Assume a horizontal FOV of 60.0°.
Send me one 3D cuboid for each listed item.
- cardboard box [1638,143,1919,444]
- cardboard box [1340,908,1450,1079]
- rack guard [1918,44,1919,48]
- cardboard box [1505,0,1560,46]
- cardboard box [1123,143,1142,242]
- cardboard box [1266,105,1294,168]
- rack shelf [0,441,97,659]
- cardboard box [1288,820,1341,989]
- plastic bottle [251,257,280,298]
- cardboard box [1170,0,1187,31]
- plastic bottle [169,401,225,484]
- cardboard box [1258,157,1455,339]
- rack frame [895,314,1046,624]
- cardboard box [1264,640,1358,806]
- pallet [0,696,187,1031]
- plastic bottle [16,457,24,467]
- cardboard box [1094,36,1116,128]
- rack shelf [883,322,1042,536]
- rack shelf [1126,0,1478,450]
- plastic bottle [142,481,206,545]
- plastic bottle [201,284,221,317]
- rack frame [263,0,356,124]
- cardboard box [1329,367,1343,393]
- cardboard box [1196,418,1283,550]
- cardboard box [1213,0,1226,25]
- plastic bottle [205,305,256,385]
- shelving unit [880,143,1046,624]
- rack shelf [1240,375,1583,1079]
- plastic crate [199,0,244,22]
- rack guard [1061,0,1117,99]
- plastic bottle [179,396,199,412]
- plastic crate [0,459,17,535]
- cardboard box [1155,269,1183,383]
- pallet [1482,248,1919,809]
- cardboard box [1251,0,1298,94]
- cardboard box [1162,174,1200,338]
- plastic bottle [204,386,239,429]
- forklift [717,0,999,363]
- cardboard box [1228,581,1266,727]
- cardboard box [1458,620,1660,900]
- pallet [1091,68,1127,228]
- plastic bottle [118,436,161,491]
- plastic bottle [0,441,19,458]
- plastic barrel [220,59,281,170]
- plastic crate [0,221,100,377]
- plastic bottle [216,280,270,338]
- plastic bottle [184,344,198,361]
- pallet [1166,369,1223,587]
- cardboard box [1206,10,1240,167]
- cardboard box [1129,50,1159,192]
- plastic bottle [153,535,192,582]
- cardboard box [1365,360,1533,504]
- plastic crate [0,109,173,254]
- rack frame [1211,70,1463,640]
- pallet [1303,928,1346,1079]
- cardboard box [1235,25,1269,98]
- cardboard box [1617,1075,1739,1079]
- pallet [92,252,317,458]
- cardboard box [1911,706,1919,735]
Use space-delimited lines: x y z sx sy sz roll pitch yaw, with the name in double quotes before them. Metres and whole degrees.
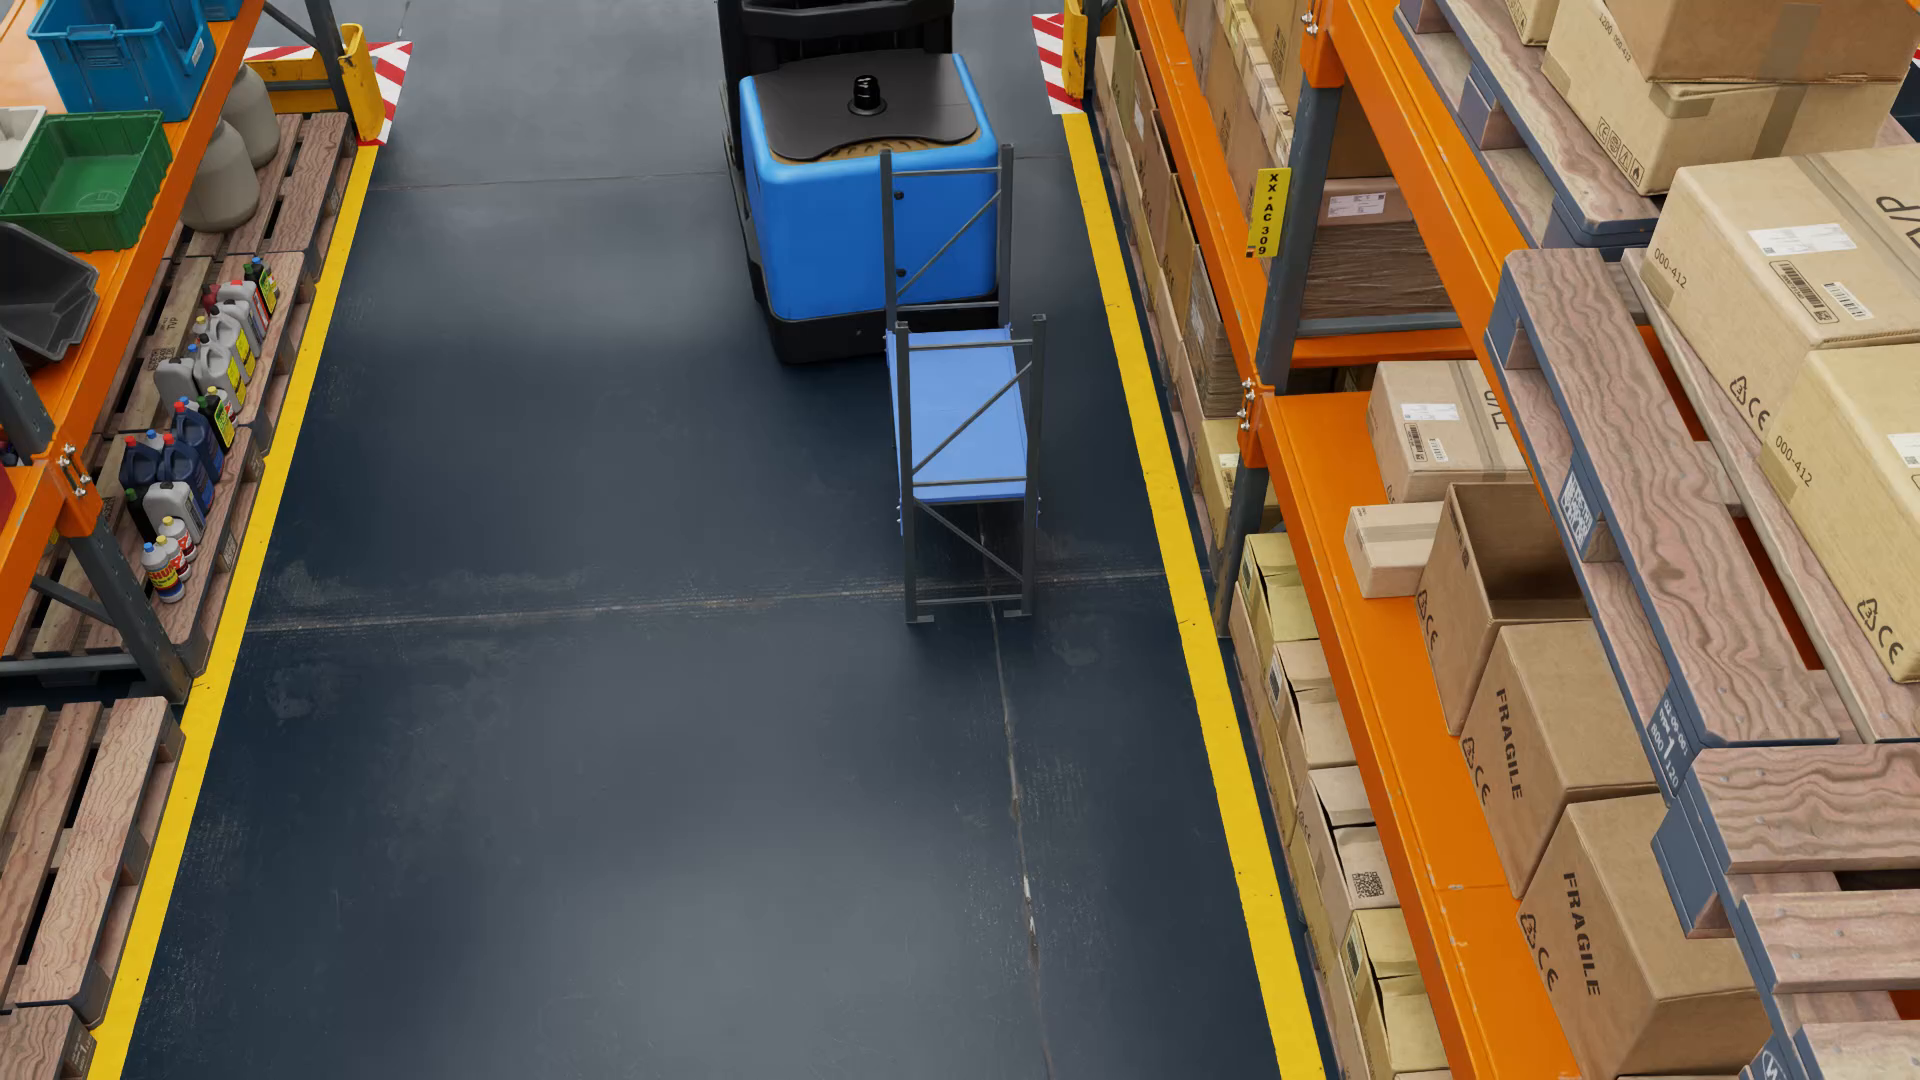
"cardboard box" 1.600 -0.452 2.997 0.500 0.250 0.500 -7 47 -7
"cardboard box" 1.418 1.320 4.789 0.500 0.311 0.500 -2 47 -2
"rack guard" 6.109 -2.998 9.382 1.175 0.500 0.348 -3 47 -3
"cardboard box" 1.543 -1.393 3.888 0.500 0.250 0.500 1 47 1
"cardboard box" 1.077 -1.683 8.019 0.500 0.250 0.500 -3 47 -3
"cardboard box" 1.246 -1.335 5.569 0.380 0.149 0.250 -4 47 -4
"rack shelf" -3.268 1.278 4.106 1.077 0.370 4.000 -3 47 -3
"cardboard box" 1.376 1.138 5.348 0.500 0.250 0.500 -5 47 -5
"plastic bottle" -3.179 -1.197 7.579 0.097 0.201 0.097 0 47 0
"cardboard box" 1.277 -2.565 7.181 0.700 0.500 0.500 -3 47 -3
"plastic bottle" -3.105 -0.403 6.723 0.144 0.351 0.185 -5 47 -5
"cardboard box" 1.458 -1.070 5.765 0.700 0.500 0.500 -5 47 -4
"rack frame" 0.035 -0.210 6.052 0.500 1.500 0.032 -3 47 -3
"cardboard box" 1.324 0.570 5.499 0.500 0.311 0.500 -4 47 -4
"pallet" -3.331 1.108 5.691 1.003 0.211 1.213 -3 47 -3
"plastic bottle" -3.647 -0.246 6.626 0.152 0.276 0.135 -3 47 -3
"cardboard box" 0.990 -2.406 8.704 0.500 0.250 0.500 -3 47 -3
"rack shelf" -0.007 -0.454 6.531 0.538 0.185 1.000 -3 47 -3
"rack shelf" 1.334 -1.914 7.129 1.077 0.370 4.000 -3 47 -3
"plastic bottle" -3.079 -0.121 6.508 0.152 0.276 0.135 -2 47 -2
"plastic bottle" -3.291 -1.035 7.368 0.061 0.283 0.133 -3 47 -3
"rack frame" -3.770 -3.310 7.956 1.000 3.000 0.127 -3 47 -3
"cardboard box" 1.725 -0.887 6.749 0.500 0.500 0.500 -3 47 -3
"cardboard box" 1.245 -0.236 6.649 0.500 0.250 0.500 -3 47 -3
"cardboard box" 1.160 -2.075 6.270 0.380 0.149 0.250 -2 47 -2
"plastic bottle" -3.156 -0.845 7.142 0.144 0.351 0.185 -2 47 -2
"shelving unit" -0.007 -0.577 6.400 0.538 1.500 1.048 -3 47 -3
"rack shelf" 1.669 0.980 4.388 1.077 0.370 4.000 -3 47 -3
"plastic crate" -3.381 -2.445 7.239 0.499 0.251 0.408 -3 47 -3
"rack guard" 1.164 -2.767 9.162 1.175 0.500 0.348 -3 47 -3
"plastic bottle" -3.154 -0.479 6.851 0.097 0.271 0.097 0 47 0
"plastic crate" -3.090 -0.107 4.878 0.402 0.464 0.583 -3 47 -3
"cardboard box" 1.156 -0.959 7.333 0.500 0.250 0.500 -3 47 -3
"pallet" 1.594 -0.082 2.962 1.003 0.211 1.213 -2 47 -1
"cardboard box" 1.414 -1.881 5.640 0.700 0.500 0.500 -4 47 -3
"cardboard box" 1.169 -1.218 7.062 0.500 0.500 0.500 -3 47 -3
"plastic bottle" -3.105 -0.557 6.973 0.097 0.201 0.097 0 47 0
"forklift" -0.629 -2.900 7.614 1.130 2.935 3.031 -9 47 -8
"cardboard box" 1.288 0.393 6.053 0.500 0.250 0.500 -5 47 -4
"cardboard box" 1.635 0.551 4.230 0.500 0.500 0.500 -3 47 -3
"pallet" 1.272 -2.099 8.729 1.003 0.211 1.213 -3 47 -3
"plastic bottle" -3.233 -0.257 6.586 0.144 0.351 0.185 -3 47 -3
"plastic bottle" -3.847 -0.336 6.707 0.061 0.283 0.133 -1 47 -1
"plastic barrel" -3.639 -2.128 8.260 0.421 0.512 0.421 0 47 0
"plastic crate" -3.352 -0.782 5.604 0.767 0.338 0.504 -3 47 -3
"plastic bottle" -3.185 -1.039 7.378 0.152 0.276 0.135 -3 47 -3
"plastic bottle" -3.273 -0.754 7.159 0.097 0.201 0.097 0 47 0
"pallet" 1.476 -0.334 7.057 1.003 0.211 1.213 -3 47 -3
"cardboard box" 1.369 -1.814 6.470 0.700 0.500 0.500 -3 47 -3
"cardboard box" 1.088 -1.941 7.747 0.500 0.500 0.500 -3 47 -3
"plastic bottle" -3.033 0.064 6.384 0.097 0.201 0.097 0 47 0
"cardboard box" 1.586 -0.310 5.217 0.500 0.250 0.500 -1 47 -1
"plastic crate" -3.267 -1.343 6.238 0.450 0.188 0.662 -3 47 -3
"rack frame" 1.501 -0.715 5.498 1.000 3.000 0.127 -3 47 -3
"pallet" 1.707 1.659 5.169 1.003 0.211 1.213 -3 47 -3
"cardboard box" 1.199 -1.714 5.928 0.380 0.149 0.250 -4 47 -3
"cardboard box" 1.673 1.346 3.718 0.380 0.149 0.250 0 47 0
"pallet" -3.555 -0.831 7.528 1.003 0.211 1.213 -3 47 -3
"cardboard box" 1.680 0.352 2.235 0.500 0.250 0.500 -2 47 -2
